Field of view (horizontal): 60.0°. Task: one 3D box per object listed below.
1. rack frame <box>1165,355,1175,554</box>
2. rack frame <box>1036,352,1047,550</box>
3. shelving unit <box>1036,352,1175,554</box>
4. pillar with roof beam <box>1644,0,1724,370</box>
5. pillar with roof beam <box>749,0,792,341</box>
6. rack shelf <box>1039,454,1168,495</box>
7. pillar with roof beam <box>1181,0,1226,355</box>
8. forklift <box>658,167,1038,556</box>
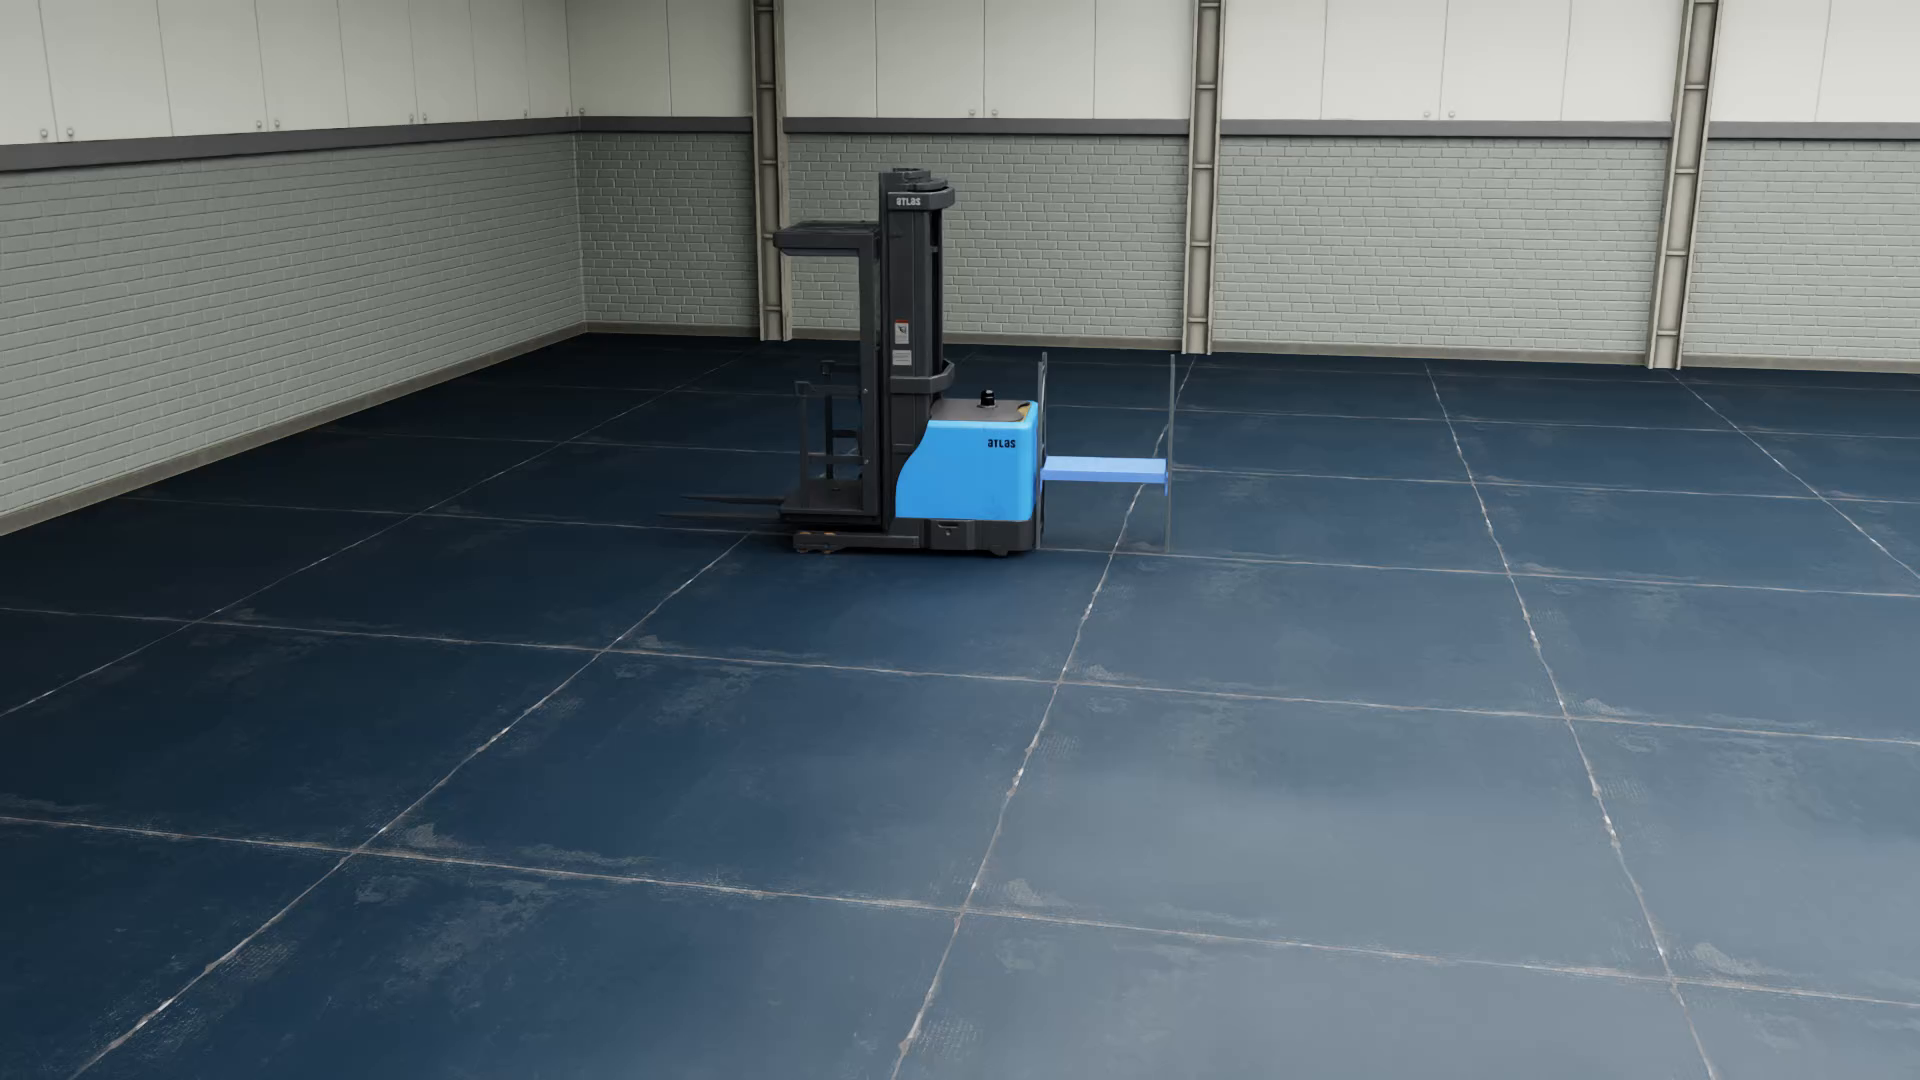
[{"bbox_3d":[1.657,-0.680,13.137,0.032,1.500,0.500,2,16,7],"label":"rack frame"},{"bbox_3d":[0.648,-0.713,13.257,0.032,1.500,0.500,2,16,7],"label":"rack frame"},{"bbox_3d":[1.153,-0.696,13.197,1.048,1.500,0.538,2,16,7],"label":"shelving unit"},{"bbox_3d":[8.262,-5.457,16.334,0.400,9.000,9.100,3,16,11],"label":"pillar with roof beam"},{"bbox_3d":[-3.498,-6.095,18.638,0.400,9.000,9.100,3,16,11],"label":"pillar with roof beam"},{"bbox_3d":[1.153,-0.523,13.245,1.000,0.185,0.538,2,16,7],"label":"rack shelf"},{"bbox_3d":[2.382,-5.776,17.486,0.400,9.000,9.100,3,16,11],"label":"pillar with roof beam"},{"bbox_3d":[-0.890,-1.442,13.207,3.031,2.935,1.130,2,16,7],"label":"forklift"}]
